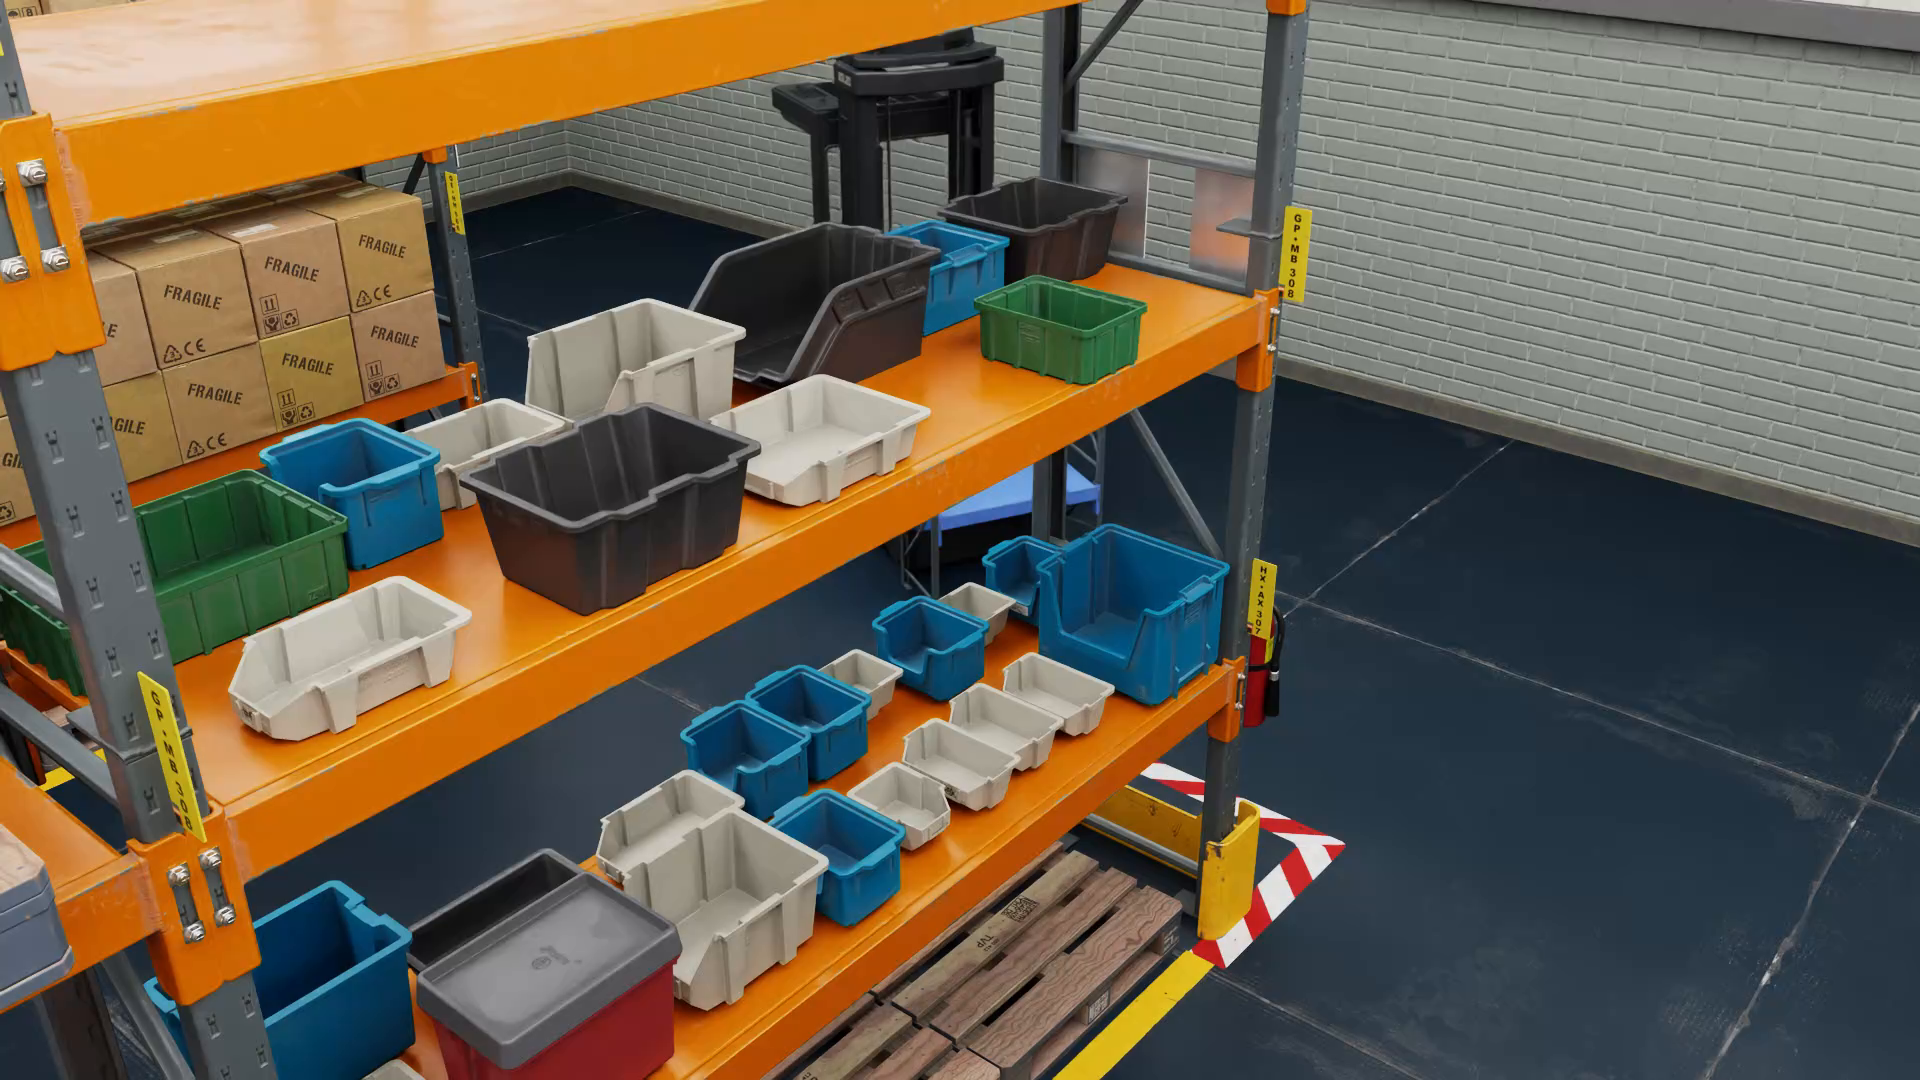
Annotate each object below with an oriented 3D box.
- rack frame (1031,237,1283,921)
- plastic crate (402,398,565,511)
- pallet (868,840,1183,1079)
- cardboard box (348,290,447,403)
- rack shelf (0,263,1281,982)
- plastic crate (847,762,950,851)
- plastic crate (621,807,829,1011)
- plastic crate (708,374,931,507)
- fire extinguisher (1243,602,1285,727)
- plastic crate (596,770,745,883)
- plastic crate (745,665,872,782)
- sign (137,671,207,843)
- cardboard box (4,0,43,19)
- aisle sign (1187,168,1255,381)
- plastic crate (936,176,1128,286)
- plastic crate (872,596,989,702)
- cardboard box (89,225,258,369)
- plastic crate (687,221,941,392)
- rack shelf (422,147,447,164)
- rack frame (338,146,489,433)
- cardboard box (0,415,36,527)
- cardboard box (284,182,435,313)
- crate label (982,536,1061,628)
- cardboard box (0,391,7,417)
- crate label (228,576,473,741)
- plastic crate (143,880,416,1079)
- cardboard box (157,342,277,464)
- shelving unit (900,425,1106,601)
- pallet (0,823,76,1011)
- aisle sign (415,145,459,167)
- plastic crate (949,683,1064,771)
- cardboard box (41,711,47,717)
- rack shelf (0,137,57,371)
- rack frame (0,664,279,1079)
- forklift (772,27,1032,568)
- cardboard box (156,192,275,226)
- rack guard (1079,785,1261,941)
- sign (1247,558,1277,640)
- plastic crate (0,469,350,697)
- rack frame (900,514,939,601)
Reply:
[{"bbox_3d":[0.720,0.146,6.704,1.000,3.000,0.127,21,34,34],"label":"rack frame"},{"bbox_3d":[-1.309,-0.213,4.420,0.293,0.136,0.466,21,34,34],"label":"plastic crate"},{"bbox_3d":[0.165,1.665,6.801,1.003,0.211,1.213,21,34,34],"label":"pallet"},{"bbox_3d":[-3.175,-1.109,9.021,0.500,0.500,0.500,22,35,36],"label":"cardboard box"},{"bbox_3d":[-0.552,-0.158,4.809,1.077,0.370,4.000,21,34,34],"label":"rack shelf"},{"bbox_3d":[-0.187,0.893,5.481,0.298,0.136,0.250,21,34,34],"label":"plastic crate"},{"bbox_3d":[-0.711,1.102,4.918,0.437,0.282,0.530,21,34,34],"label":"plastic crate"},{"bbox_3d":[-0.403,-0.264,4.519,0.437,0.136,0.530,21,34,34],"label":"plastic crate"},{"bbox_3d":[1.166,0.425,6.654,0.296,0.674,0.183,21,34,34],"label":"fire extinguisher"},{"bbox_3d":[-0.949,0.949,5.373,0.293,0.136,0.466,21,34,34],"label":"plastic crate"},{"bbox_3d":[-0.529,0.652,5.843,0.416,0.233,0.300,21,34,34],"label":"plastic crate"},{"bbox_3d":[-1.401,0.389,2.959,0.100,0.325,0.005,21,34,34],"label":"sign"},{"bbox_3d":[-4.423,-2.426,7.214,0.700,0.500,0.500,21,34,34],"label":"cardboard box"},{"bbox_3d":[0.992,-0.949,5.990,0.394,0.787,0.004,21,34,34],"label":"aisle sign"},{"bbox_3d":[0.260,-1.074,5.938,0.497,0.269,0.590,21,34,34],"label":"plastic crate"},{"bbox_3d":[-0.110,0.418,6.294,0.416,0.233,0.300,21,34,34],"label":"plastic crate"},{"bbox_3d":[-3.818,-1.189,8.087,0.500,0.500,0.500,22,34,36],"label":"cardboard box"},{"bbox_3d":[-0.464,-0.698,5.137,0.504,0.338,0.767,21,34,34],"label":"plastic crate"},{"bbox_3d":[-4.372,-1.607,7.610,1.077,0.370,4.000,21,34,34],"label":"rack shelf"},{"bbox_3d":[-3.100,-1.303,9.505,1.000,3.000,0.127,21,34,34],"label":"rack frame"},{"bbox_3d":[-4.467,-0.390,7.630,0.500,0.500,0.500,21,34,34],"label":"cardboard box"},{"bbox_3d":[-3.171,-1.554,8.792,0.500,0.500,0.500,20,34,34],"label":"cardboard box"},{"bbox_3d":[0.309,0.185,6.745,0.416,0.233,0.303,21,34,34],"label":"crate label"},{"bbox_3d":[-4.472,-0.824,7.381,0.500,0.500,0.500,20,33,33],"label":"cardboard box"},{"bbox_3d":[-1.290,0.260,3.506,0.293,0.136,0.466,21,34,34],"label":"crate label"},{"bbox_3d":[-1.791,1.279,4.465,0.392,0.384,0.575,21,34,34],"label":"plastic crate"},{"bbox_3d":[-3.824,-0.749,8.325,0.500,0.500,0.500,21,34,35],"label":"cardboard box"},{"bbox_3d":[0.235,-0.405,9.401,1.048,1.500,0.538,-12,30,-21],"label":"shelving unit"},{"bbox_3d":[-2.248,0.622,2.724,1.213,0.211,1.003,21,34,34],"label":"pallet"},{"bbox_3d":[-2.820,-2.393,8.781,0.394,0.787,0.004,21,34,34],"label":"aisle sign"},{"bbox_3d":[0.145,0.677,5.899,0.396,0.136,0.243,21,34,34],"label":"plastic crate"},{"bbox_3d":[-4.668,0.783,8.077,0.380,0.166,0.250,21,34,34],"label":"cardboard box"},{"bbox_3d":[-3.097,0.106,1.470,1.077,0.370,4.000,21,34,34],"label":"rack shelf"},{"bbox_3d":[-1.824,1.564,3.962,1.000,3.000,0.127,21,34,34],"label":"rack frame"},{"bbox_3d":[-0.481,-1.785,10.510,1.130,2.935,3.031,-13,30,-23],"label":"forklift"},{"bbox_3d":[-3.912,-1.524,8.734,0.500,0.500,0.500,21,34,35],"label":"cardboard box"},{"bbox_3d":[0.725,1.244,7.302,1.175,0.500,0.348,21,34,34],"label":"rack guard"},{"bbox_3d":[1.155,0.228,6.367,0.100,0.325,0.005,21,34,34],"label":"sign"},{"bbox_3d":[-1.788,0.087,3.783,0.450,0.188,0.662,21,34,34],"label":"plastic crate"},{"bbox_3d":[-0.229,-0.310,9.218,0.032,1.500,0.500,-12,30,-21],"label":"rack frame"}]
